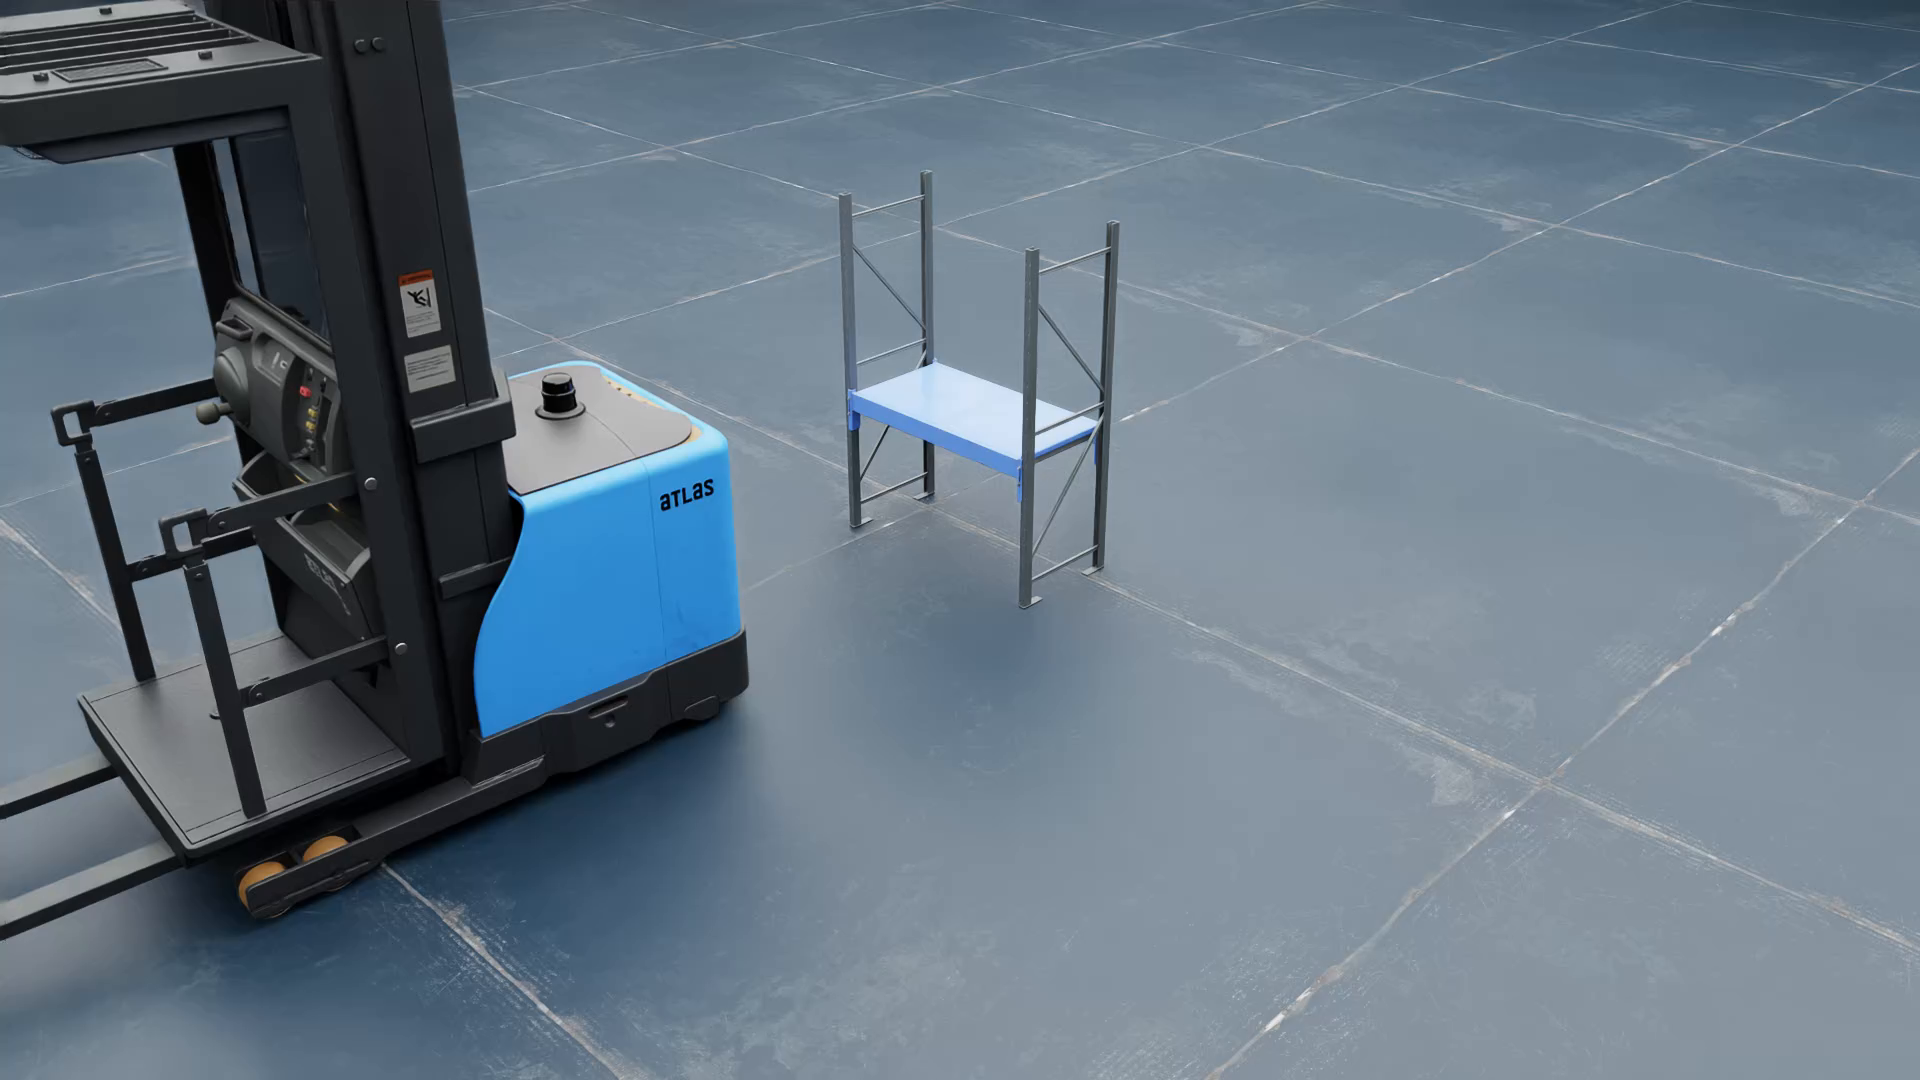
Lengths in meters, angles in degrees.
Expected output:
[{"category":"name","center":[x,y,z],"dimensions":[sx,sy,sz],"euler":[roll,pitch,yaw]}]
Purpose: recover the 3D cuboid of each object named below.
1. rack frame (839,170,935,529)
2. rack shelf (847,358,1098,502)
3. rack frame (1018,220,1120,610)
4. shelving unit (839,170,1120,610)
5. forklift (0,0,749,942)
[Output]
[{"category":"rack frame","center":[-0.302,-0.802,7.163],"dimensions":[0.032,1.500,0.500],"euler":[25,36,38]},{"category":"rack shelf","center":[0.061,-0.477,6.932],"dimensions":[1.000,0.185,0.538],"euler":[25,36,38]},{"category":"rack frame","center":[0.423,-0.470,6.533],"dimensions":[0.032,1.500,0.500],"euler":[25,36,38]},{"category":"shelving unit","center":[0.061,-0.636,6.848],"dimensions":[1.048,1.500,0.538],"euler":[25,36,38]},{"category":"forklift","center":[-2.216,-0.423,4.904],"dimensions":[3.031,2.935,1.130],"euler":[-22,35,-36]}]
